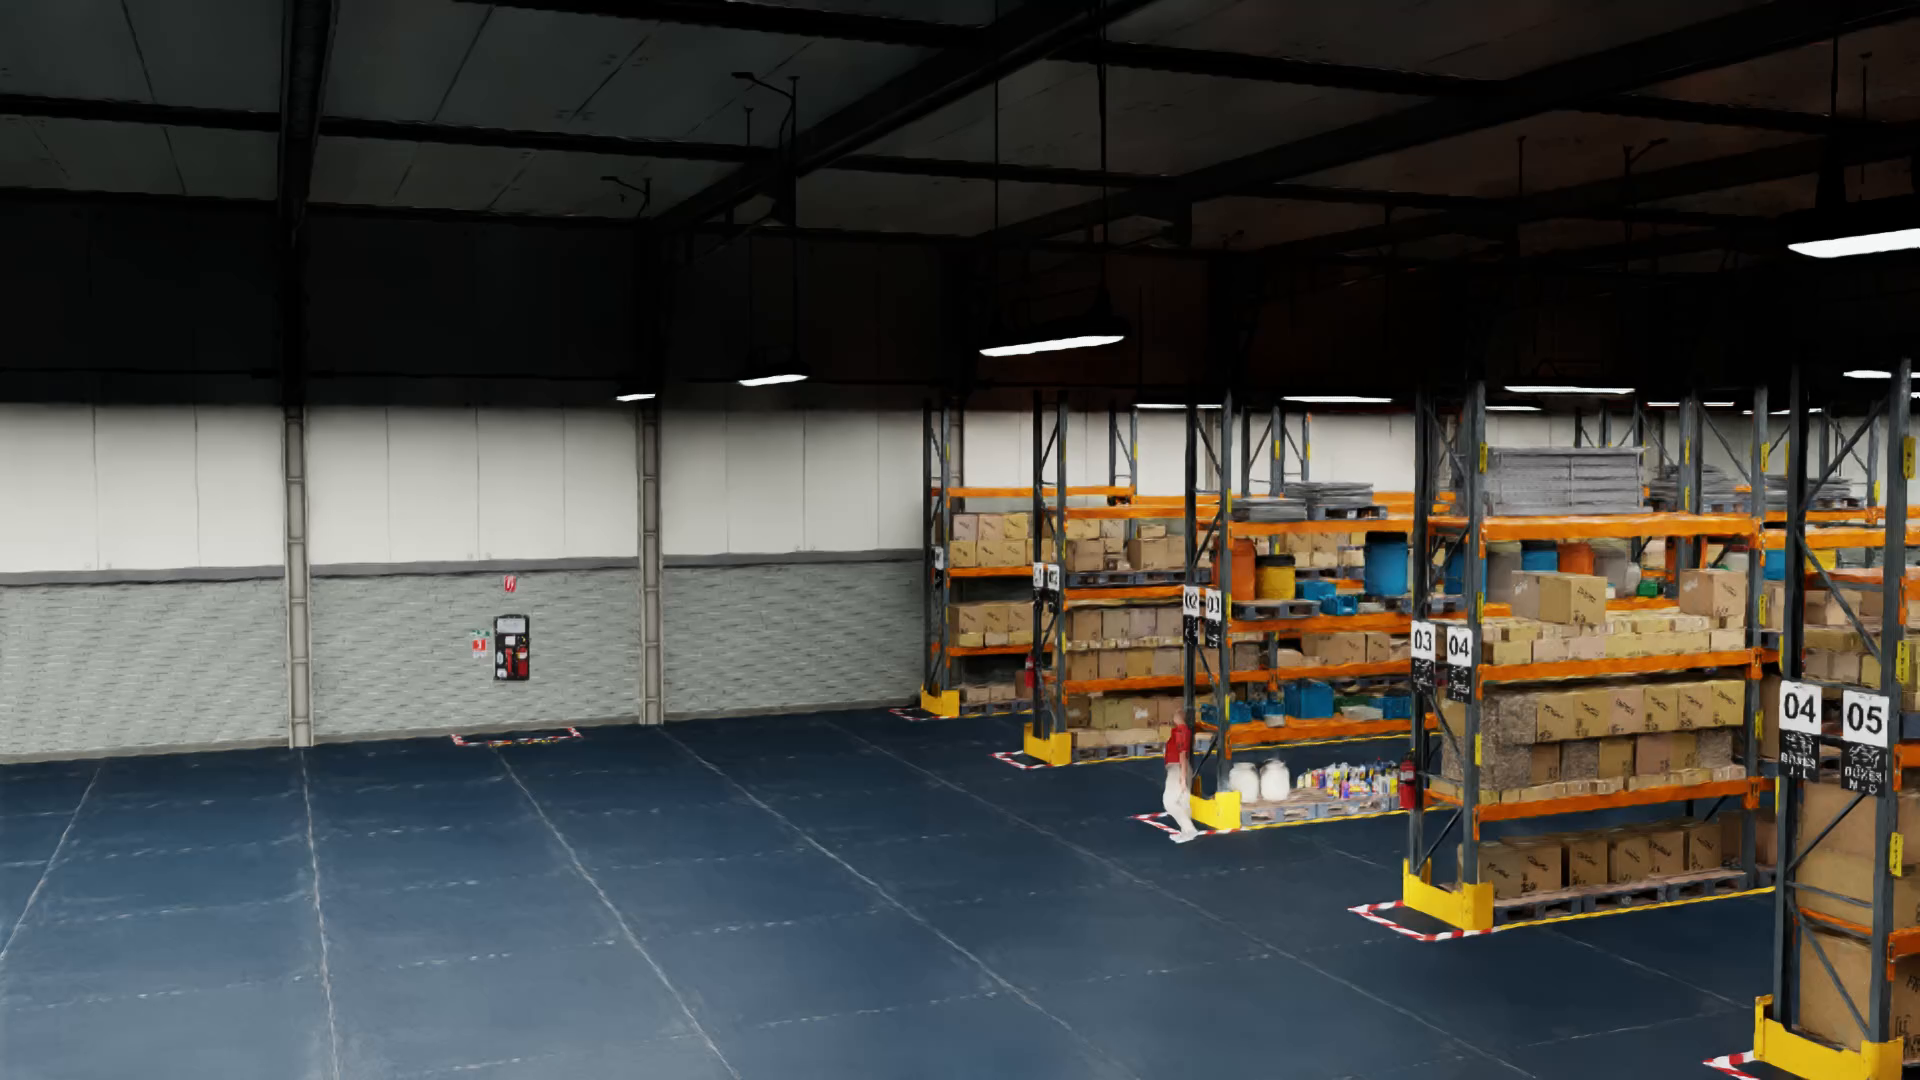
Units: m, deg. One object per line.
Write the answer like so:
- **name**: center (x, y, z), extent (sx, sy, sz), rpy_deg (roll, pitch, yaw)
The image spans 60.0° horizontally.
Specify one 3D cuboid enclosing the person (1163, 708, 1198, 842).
- **person**: center (2.858, 3.040, 21.468), extent (0.476, 1.713, 0.678), rpy_deg (1, 4, 21)
